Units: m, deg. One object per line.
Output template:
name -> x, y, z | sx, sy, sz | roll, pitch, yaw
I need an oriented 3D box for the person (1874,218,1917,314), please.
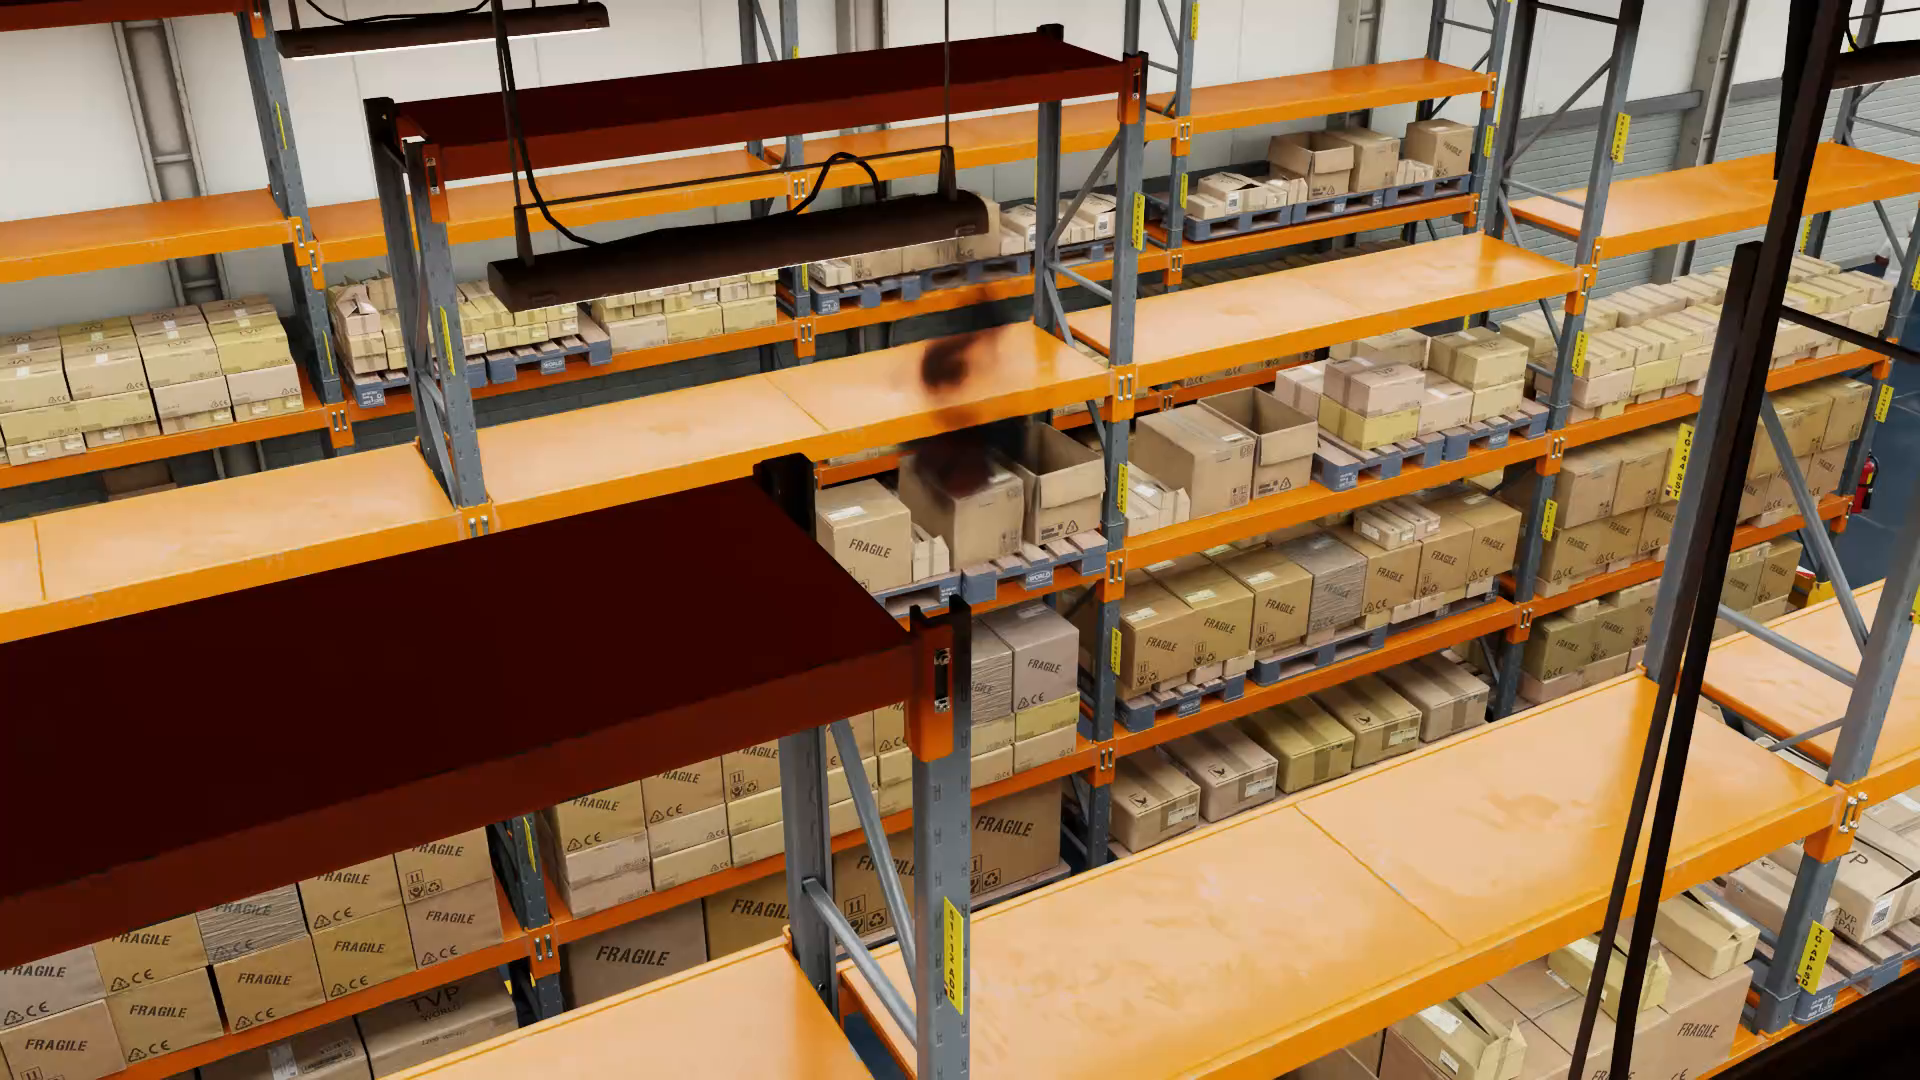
person -> 12.066, -3.290, 21.340 | 0.715, 1.741, 0.730 | -21, 35, -34
